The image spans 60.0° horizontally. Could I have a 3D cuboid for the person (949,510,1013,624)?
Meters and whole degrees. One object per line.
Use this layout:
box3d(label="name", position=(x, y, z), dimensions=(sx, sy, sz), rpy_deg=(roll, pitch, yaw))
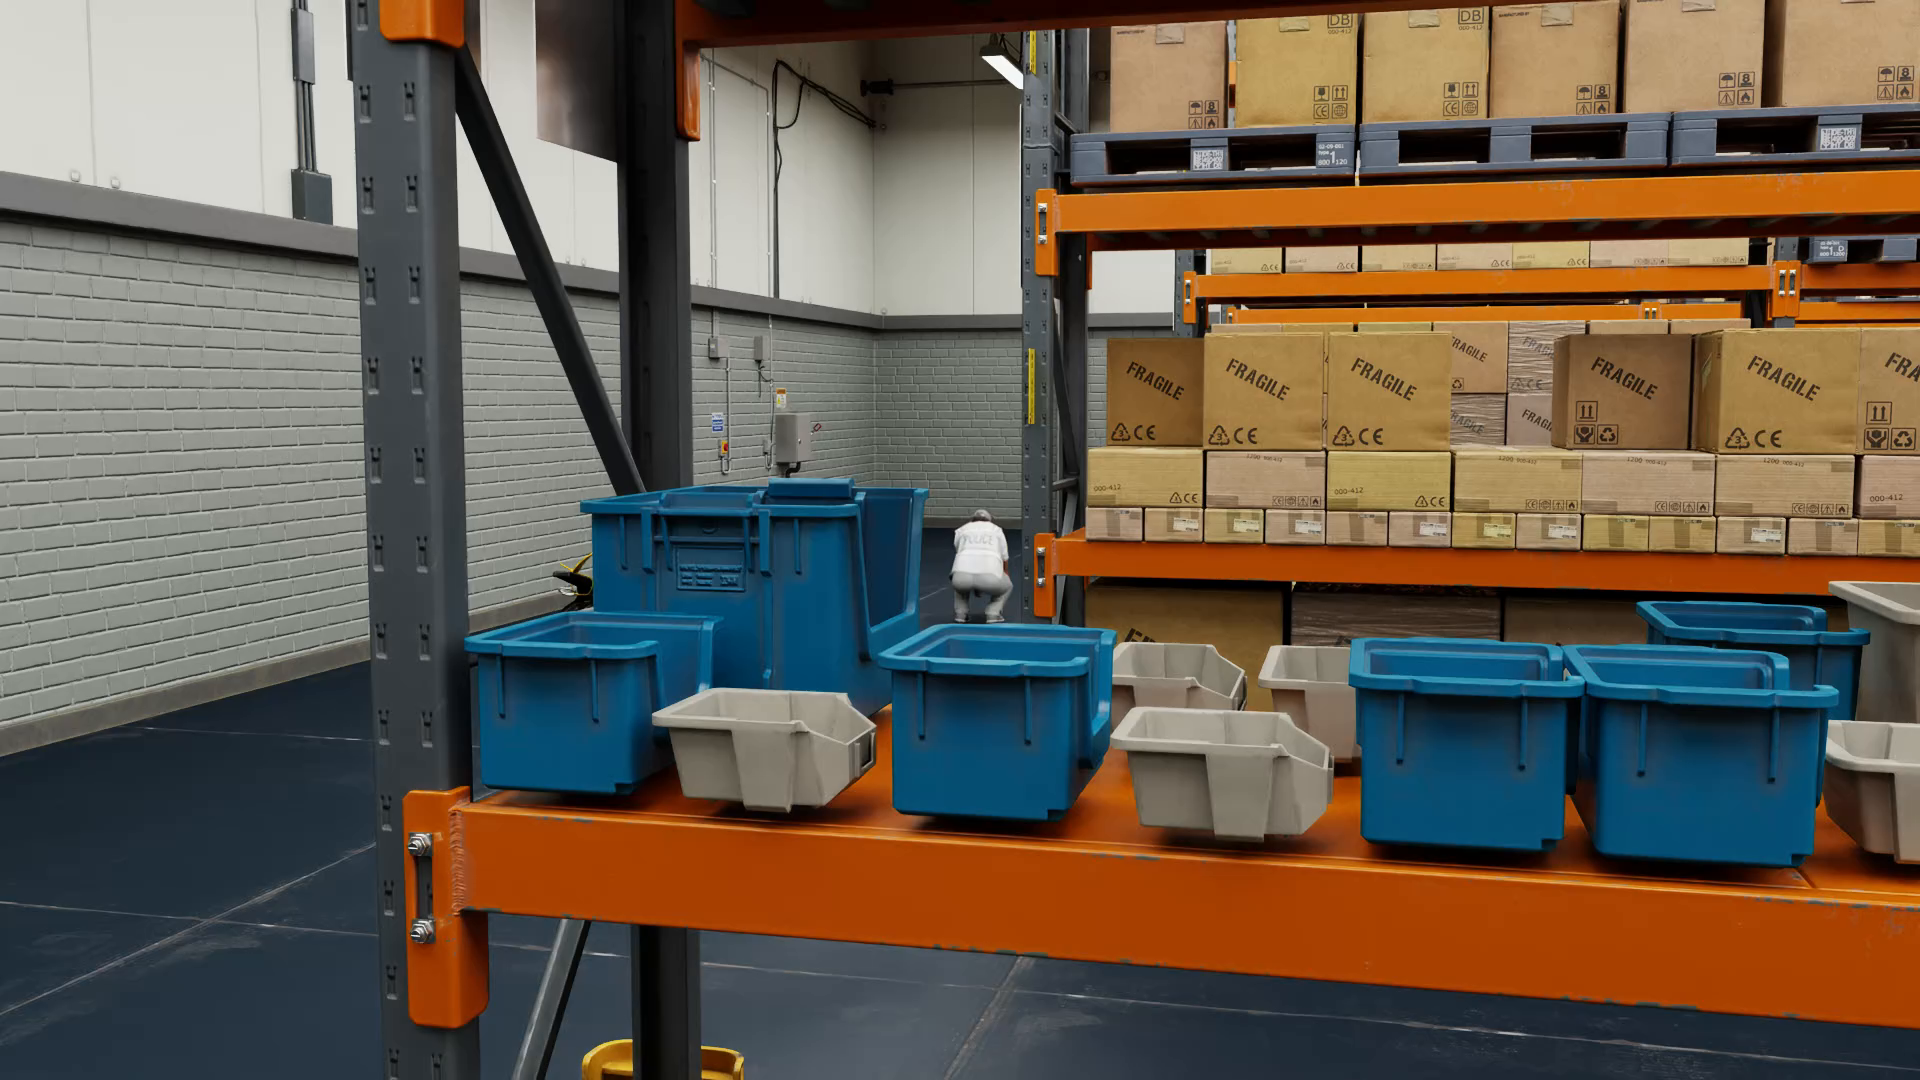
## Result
box3d(label="person", position=(0.180, 0.232, 14.322), dimensions=(0.517, 0.953, 0.865), rpy_deg=(1, 5, 13))
